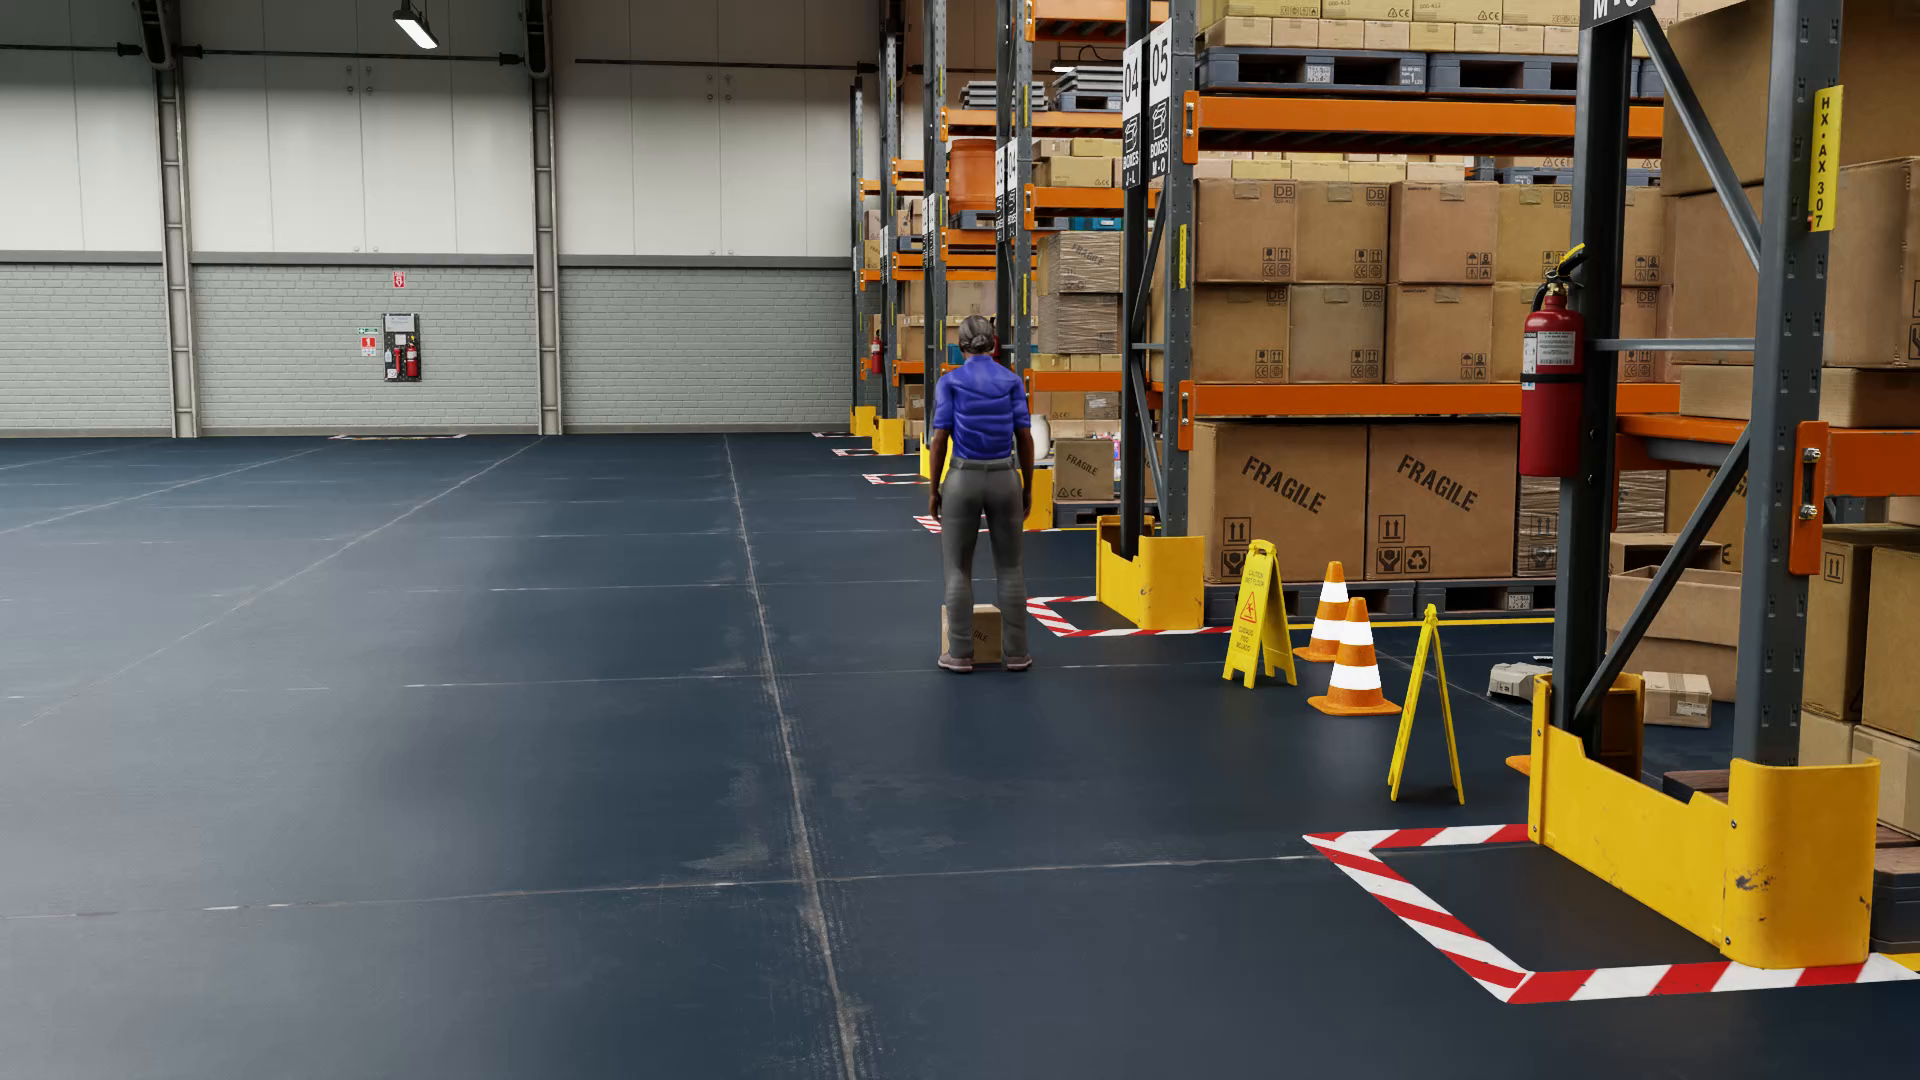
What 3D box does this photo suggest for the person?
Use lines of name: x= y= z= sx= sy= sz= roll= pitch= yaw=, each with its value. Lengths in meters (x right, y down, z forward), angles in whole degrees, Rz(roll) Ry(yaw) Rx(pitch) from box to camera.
person: x=0.105 y=-0.217 z=7.731 sx=0.505 sy=1.655 sz=0.347 roll=-1 pitch=7 yaw=-8
